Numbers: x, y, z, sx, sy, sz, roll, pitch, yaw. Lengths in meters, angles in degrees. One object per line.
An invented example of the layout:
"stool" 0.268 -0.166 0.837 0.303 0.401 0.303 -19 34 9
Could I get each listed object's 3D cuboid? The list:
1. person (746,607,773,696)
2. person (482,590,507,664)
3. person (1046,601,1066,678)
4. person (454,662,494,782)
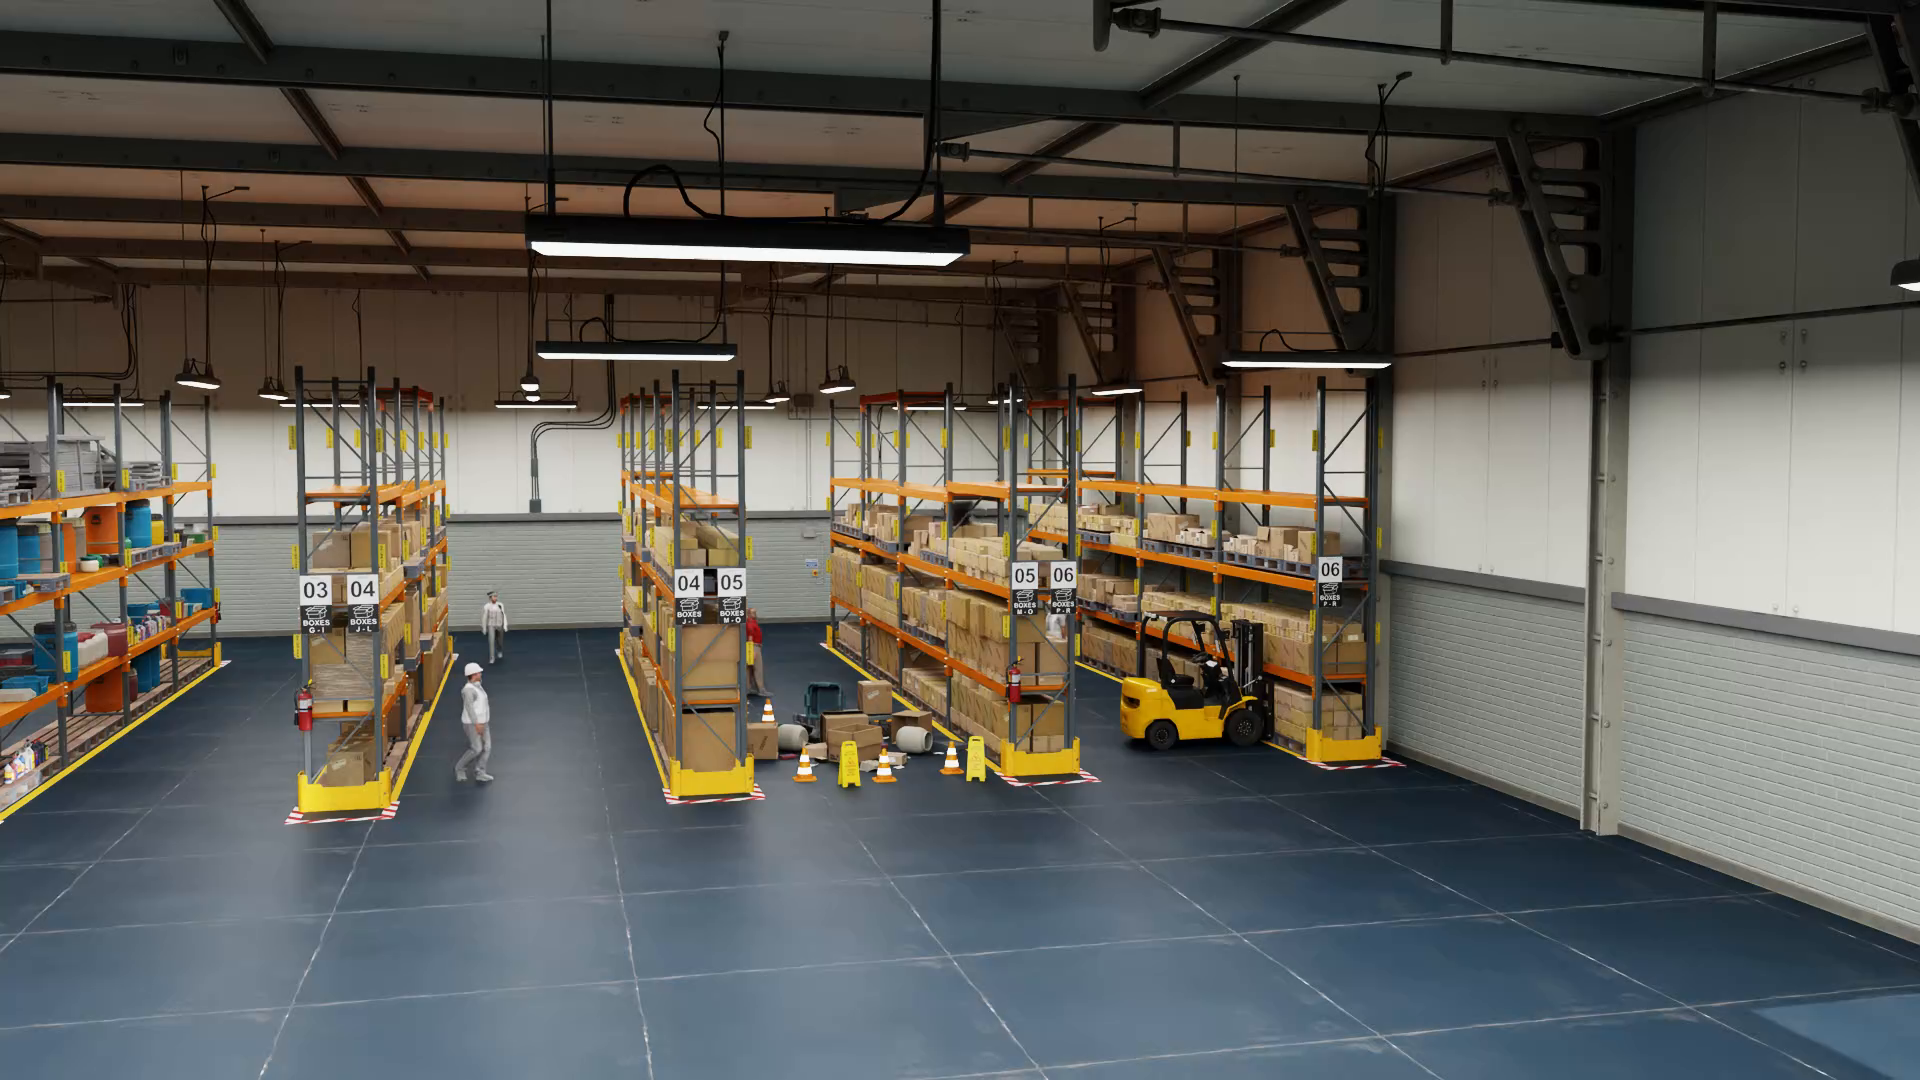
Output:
"person" -3.996 2.187 32.759 0.538 1.730 0.574 -1 4 -19
"person" -10.492 1.940 37.480 0.538 1.634 0.975 -1 4 -18
"person" 1.943 2.073 34.081 0.396 1.786 0.638 -1 4 -16
"person" -7.156 2.680 24.476 0.585 1.770 0.575 1 4 13
